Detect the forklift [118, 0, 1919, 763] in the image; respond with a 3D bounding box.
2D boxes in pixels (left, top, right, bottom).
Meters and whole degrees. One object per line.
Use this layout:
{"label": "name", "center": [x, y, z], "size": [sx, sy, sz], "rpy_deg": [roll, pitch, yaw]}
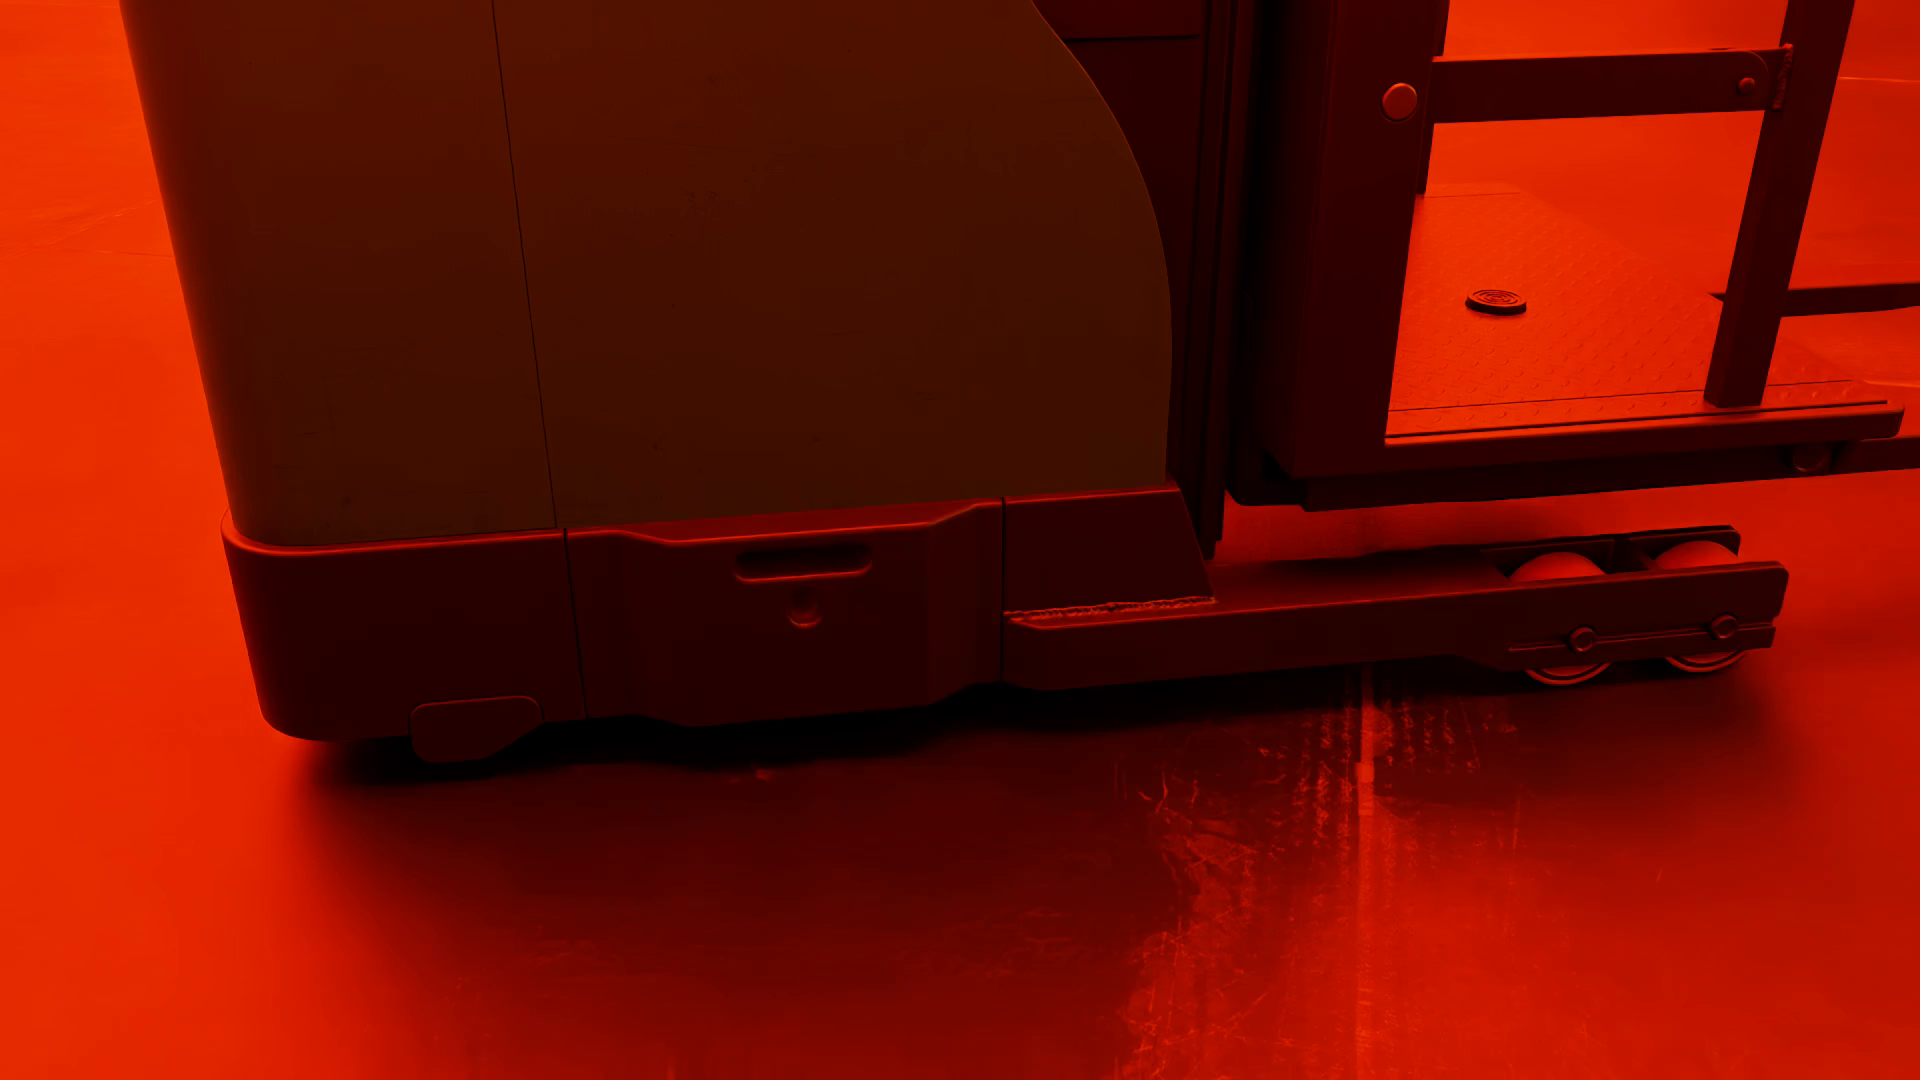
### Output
{"label": "forklift", "center": [0.600, -1.354, 1.930], "size": [3.031, 2.935, 1.130], "rpy_deg": [-4, 27, -9]}
